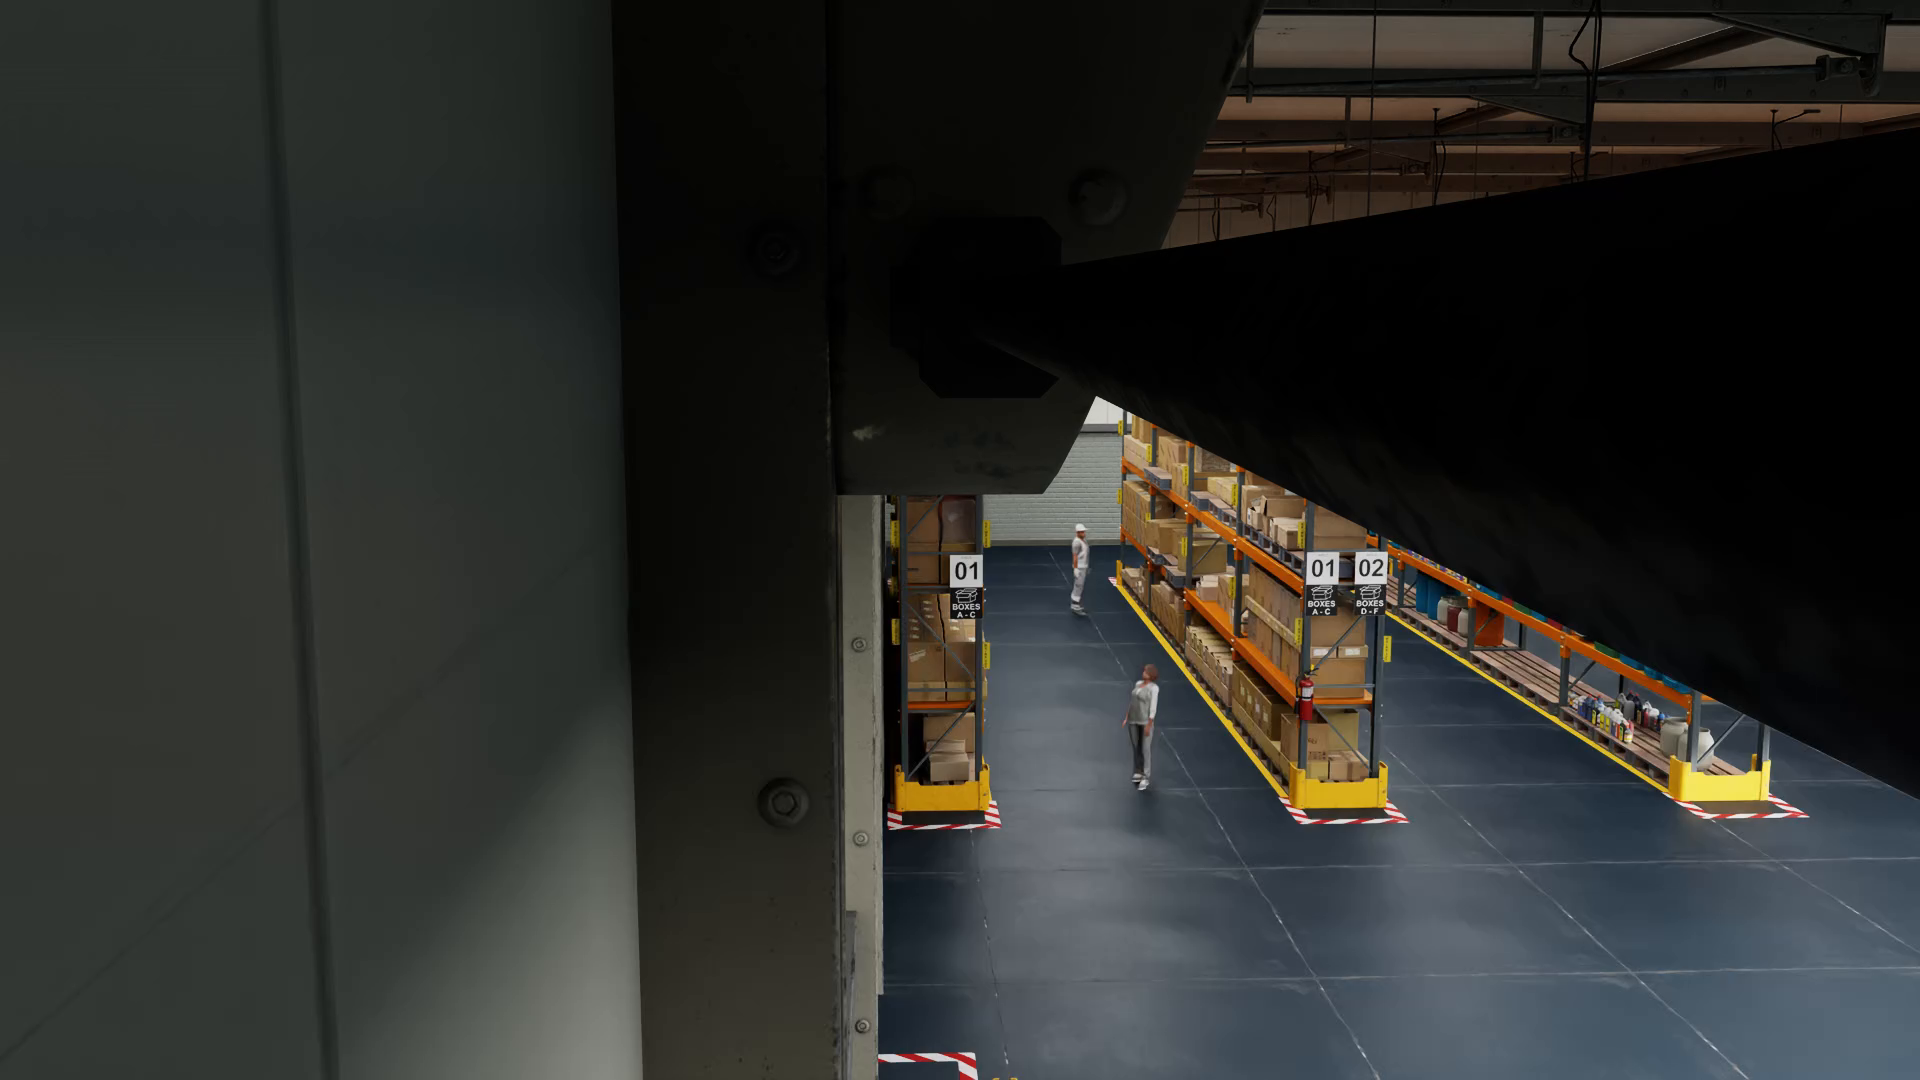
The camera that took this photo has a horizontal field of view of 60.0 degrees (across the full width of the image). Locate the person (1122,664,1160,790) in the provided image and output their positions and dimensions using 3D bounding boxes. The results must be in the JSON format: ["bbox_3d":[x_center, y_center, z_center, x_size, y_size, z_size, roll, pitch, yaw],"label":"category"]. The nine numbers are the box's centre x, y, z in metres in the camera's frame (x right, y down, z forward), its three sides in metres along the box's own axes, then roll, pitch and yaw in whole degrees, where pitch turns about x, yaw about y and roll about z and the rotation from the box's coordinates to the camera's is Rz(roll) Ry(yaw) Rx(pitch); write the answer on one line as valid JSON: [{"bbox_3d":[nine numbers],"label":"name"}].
[{"bbox_3d":[2.345,2.409,21.552,0.444,1.580,0.490,5,10,31],"label":"person"}]

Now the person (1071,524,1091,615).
[{"bbox_3d":[2.390,0.582,33.090,0.379,1.821,0.627,3,9,17],"label":"person"}]
